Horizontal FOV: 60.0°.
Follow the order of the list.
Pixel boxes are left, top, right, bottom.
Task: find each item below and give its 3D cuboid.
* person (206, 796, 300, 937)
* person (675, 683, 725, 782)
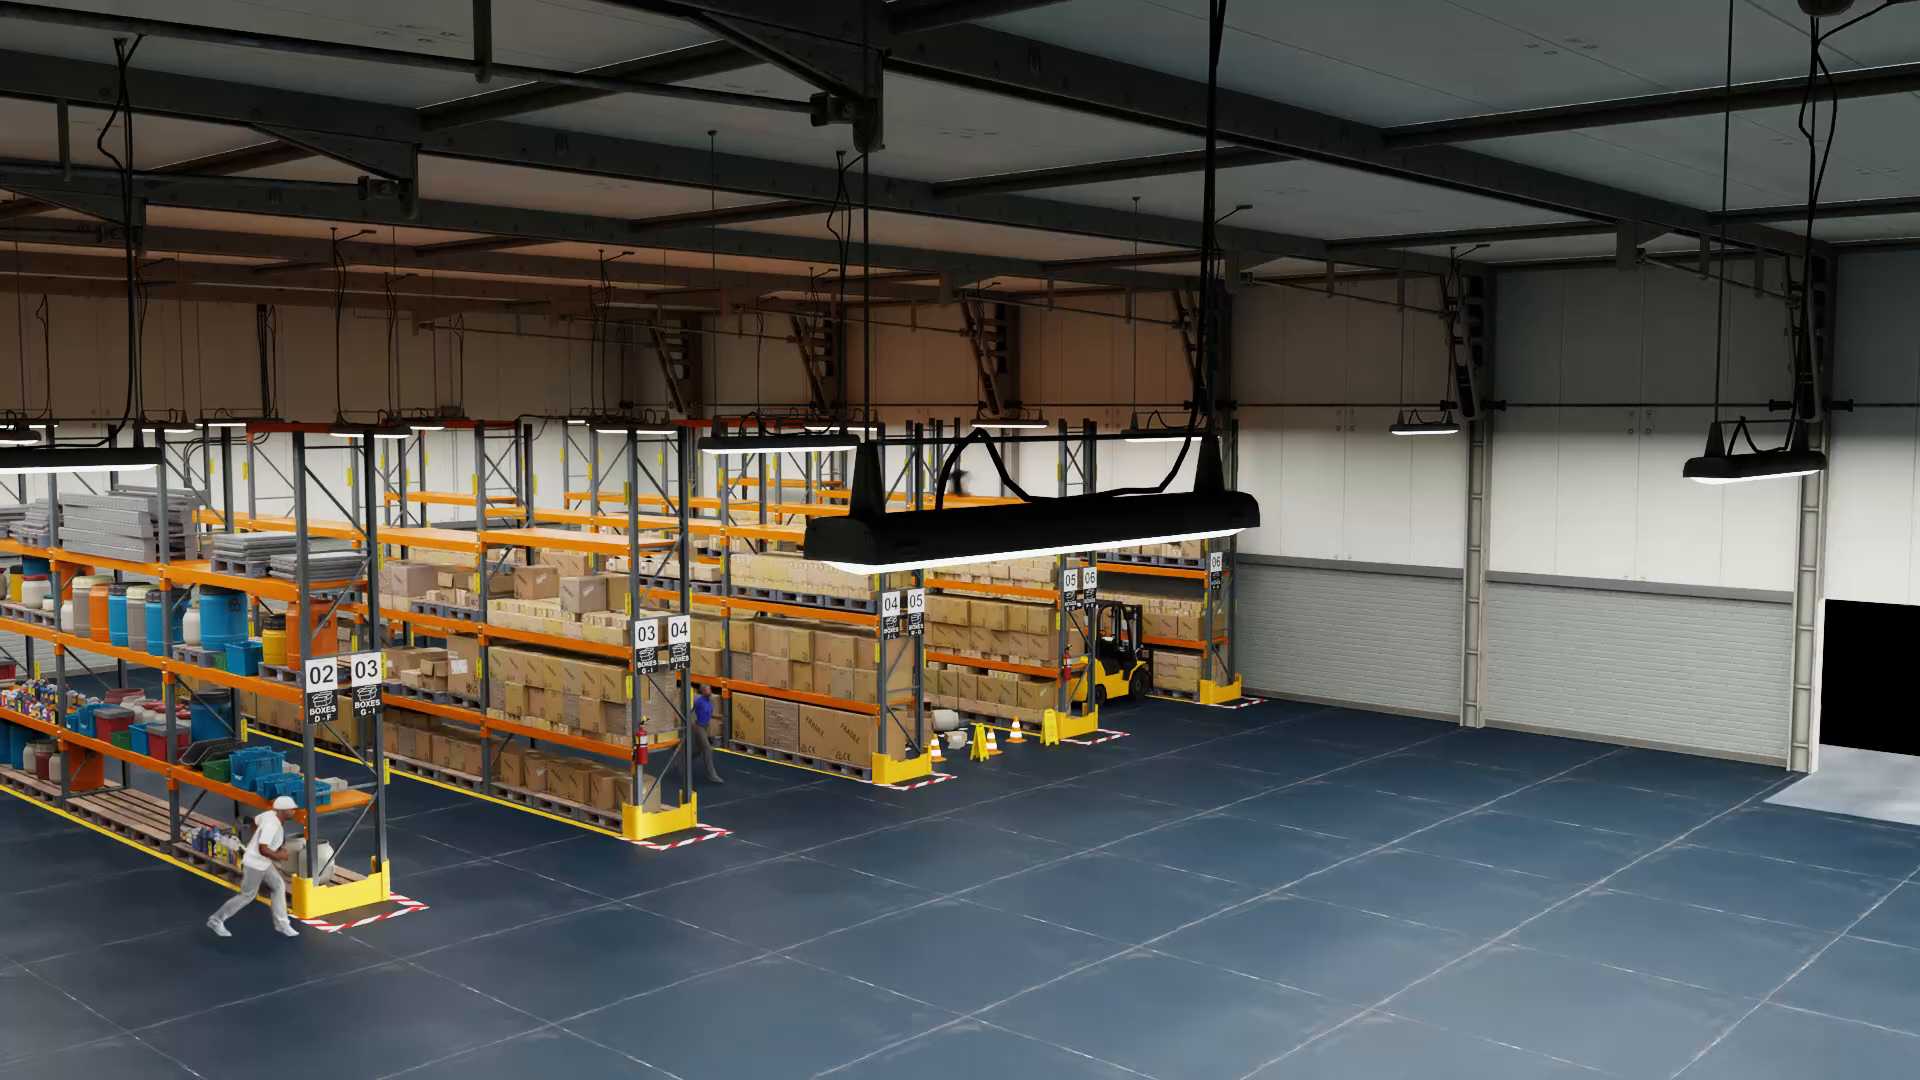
[{"bbox_3d":[-8.358,3.905,19.671,1.056,1.716,0.743,-2,5,-22],"label":"person"},{"bbox_3d":[-4.391,3.221,27.982,0.907,1.654,0.545,1,5,13],"label":"person"}]
